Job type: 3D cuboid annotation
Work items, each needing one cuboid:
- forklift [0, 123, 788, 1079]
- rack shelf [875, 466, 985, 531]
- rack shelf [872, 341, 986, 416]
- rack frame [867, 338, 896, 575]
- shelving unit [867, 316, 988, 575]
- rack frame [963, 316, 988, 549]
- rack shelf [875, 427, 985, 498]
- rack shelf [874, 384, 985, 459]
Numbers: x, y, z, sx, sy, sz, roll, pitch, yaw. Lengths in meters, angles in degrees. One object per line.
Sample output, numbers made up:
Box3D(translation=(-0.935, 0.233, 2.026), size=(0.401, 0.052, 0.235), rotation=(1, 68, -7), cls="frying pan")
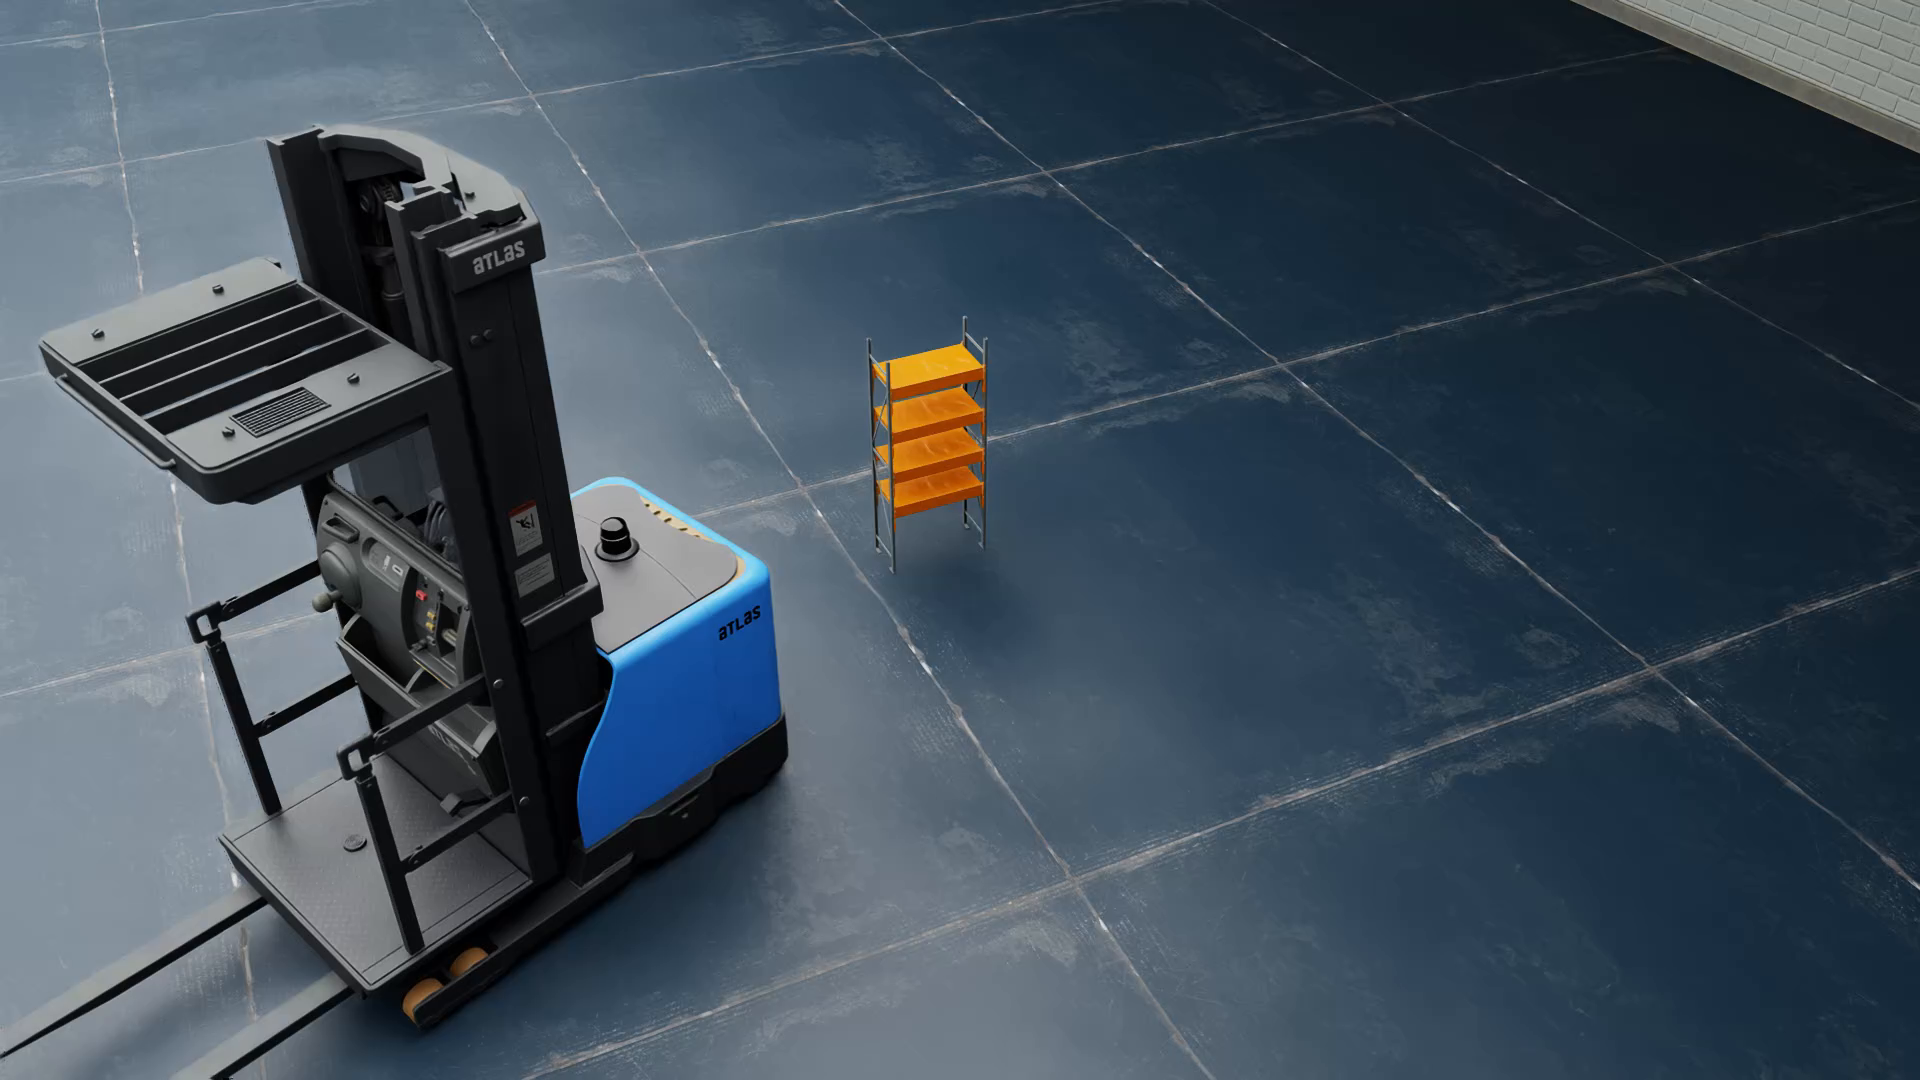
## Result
Box3D(translation=(-2.098, 0.234, 5.618), size=(1.130, 2.935, 3.031), rotation=(29, 45, 33), cls="forklift")
Box3D(translation=(-0.150, -0.226, 8.138), size=(0.480, 0.148, 0.258), rotation=(-16, 39, -20), cls="rack shelf")
Box3D(translation=(-0.150, -0.756, 7.745), size=(0.480, 0.148, 0.258), rotation=(-16, 39, -20), cls="rack shelf")
Box3D(translation=(-0.371, -0.378, 7.896), size=(0.015, 1.200, 0.240), rotation=(-16, 39, -20), cls="rack frame")
Box3D(translation=(-0.150, -0.440, 7.979), size=(0.503, 1.200, 0.258), rotation=(-16, 39, -20), cls="shelving unit")
Box3D(translation=(0.071, -0.502, 8.062), size=(0.015, 1.200, 0.240), rotation=(-16, 39, -20), cls="rack frame")
Box3D(translation=(-0.150, -0.386, 8.019), size=(0.480, 0.148, 0.258), rotation=(-16, 39, -20), cls="rack shelf")
Box3D(translation=(-0.150, -0.566, 7.886), size=(0.480, 0.148, 0.258), rotation=(-16, 39, -20), cls="rack shelf")
